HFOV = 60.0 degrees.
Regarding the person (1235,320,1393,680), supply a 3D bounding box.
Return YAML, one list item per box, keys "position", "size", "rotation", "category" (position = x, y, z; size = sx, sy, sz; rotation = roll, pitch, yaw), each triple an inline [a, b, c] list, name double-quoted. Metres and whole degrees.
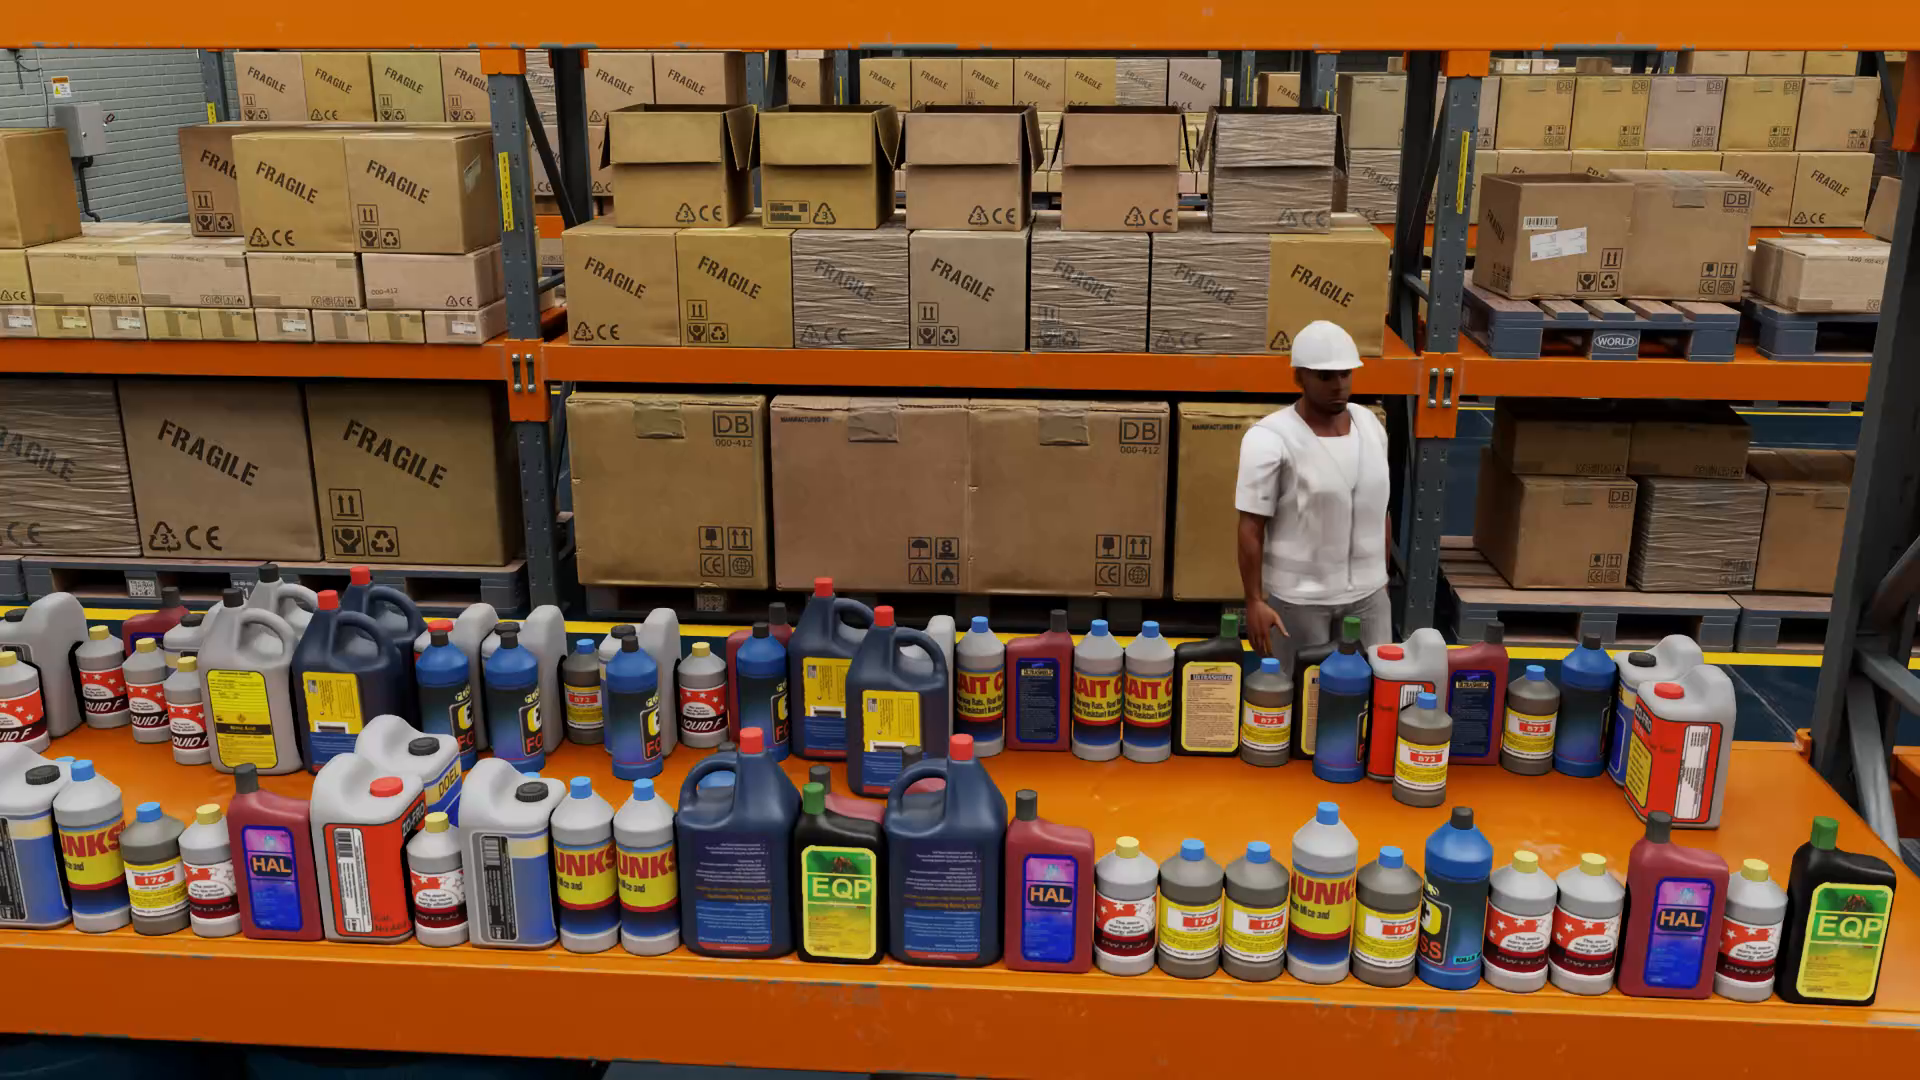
- position: [1.210, 0.196, 5.357]
  size: [0.599, 1.778, 0.542]
  rotation: [-7, 19, -21]
  category: "person"
